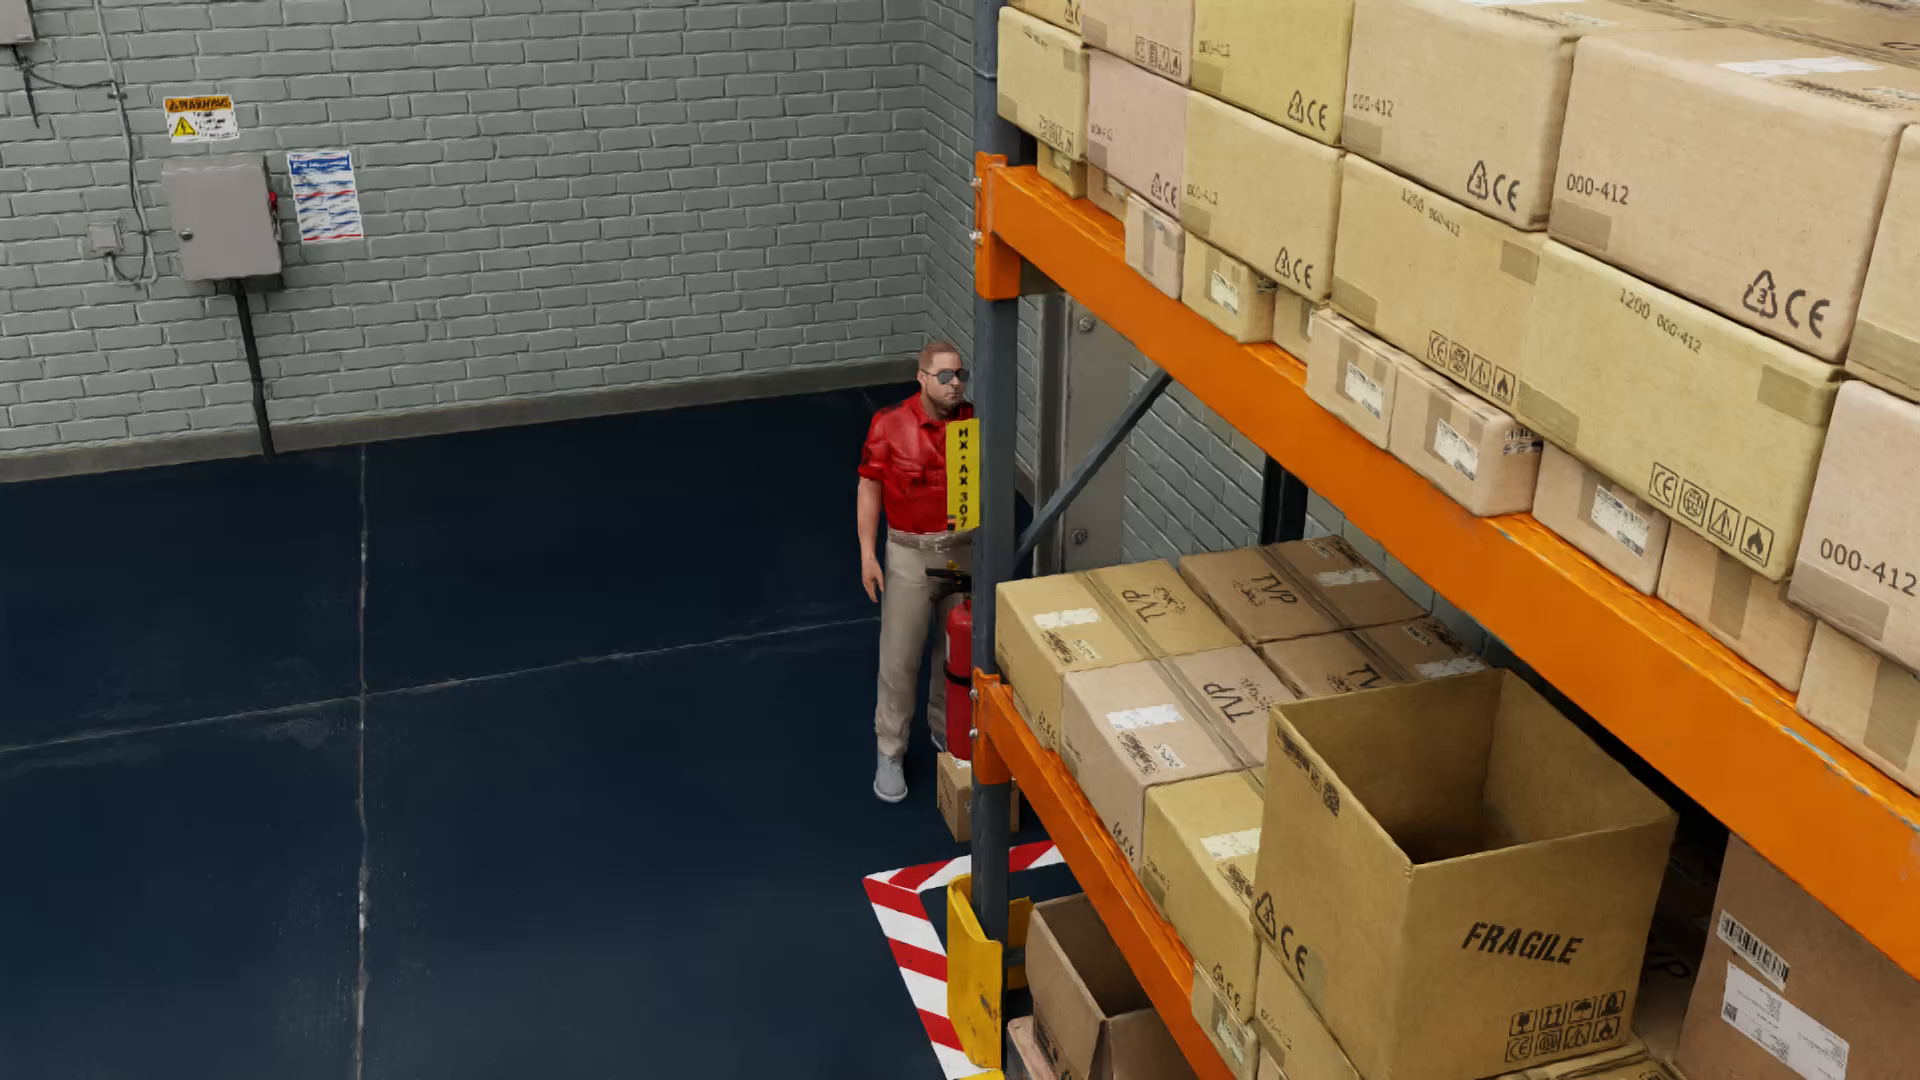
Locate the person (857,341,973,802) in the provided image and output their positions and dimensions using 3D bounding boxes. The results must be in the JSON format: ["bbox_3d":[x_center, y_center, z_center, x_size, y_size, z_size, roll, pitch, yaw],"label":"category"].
[{"bbox_3d":[-0.079,0.111,6.390,0.644,1.729,0.526,-8,27,-16],"label":"person"}]
